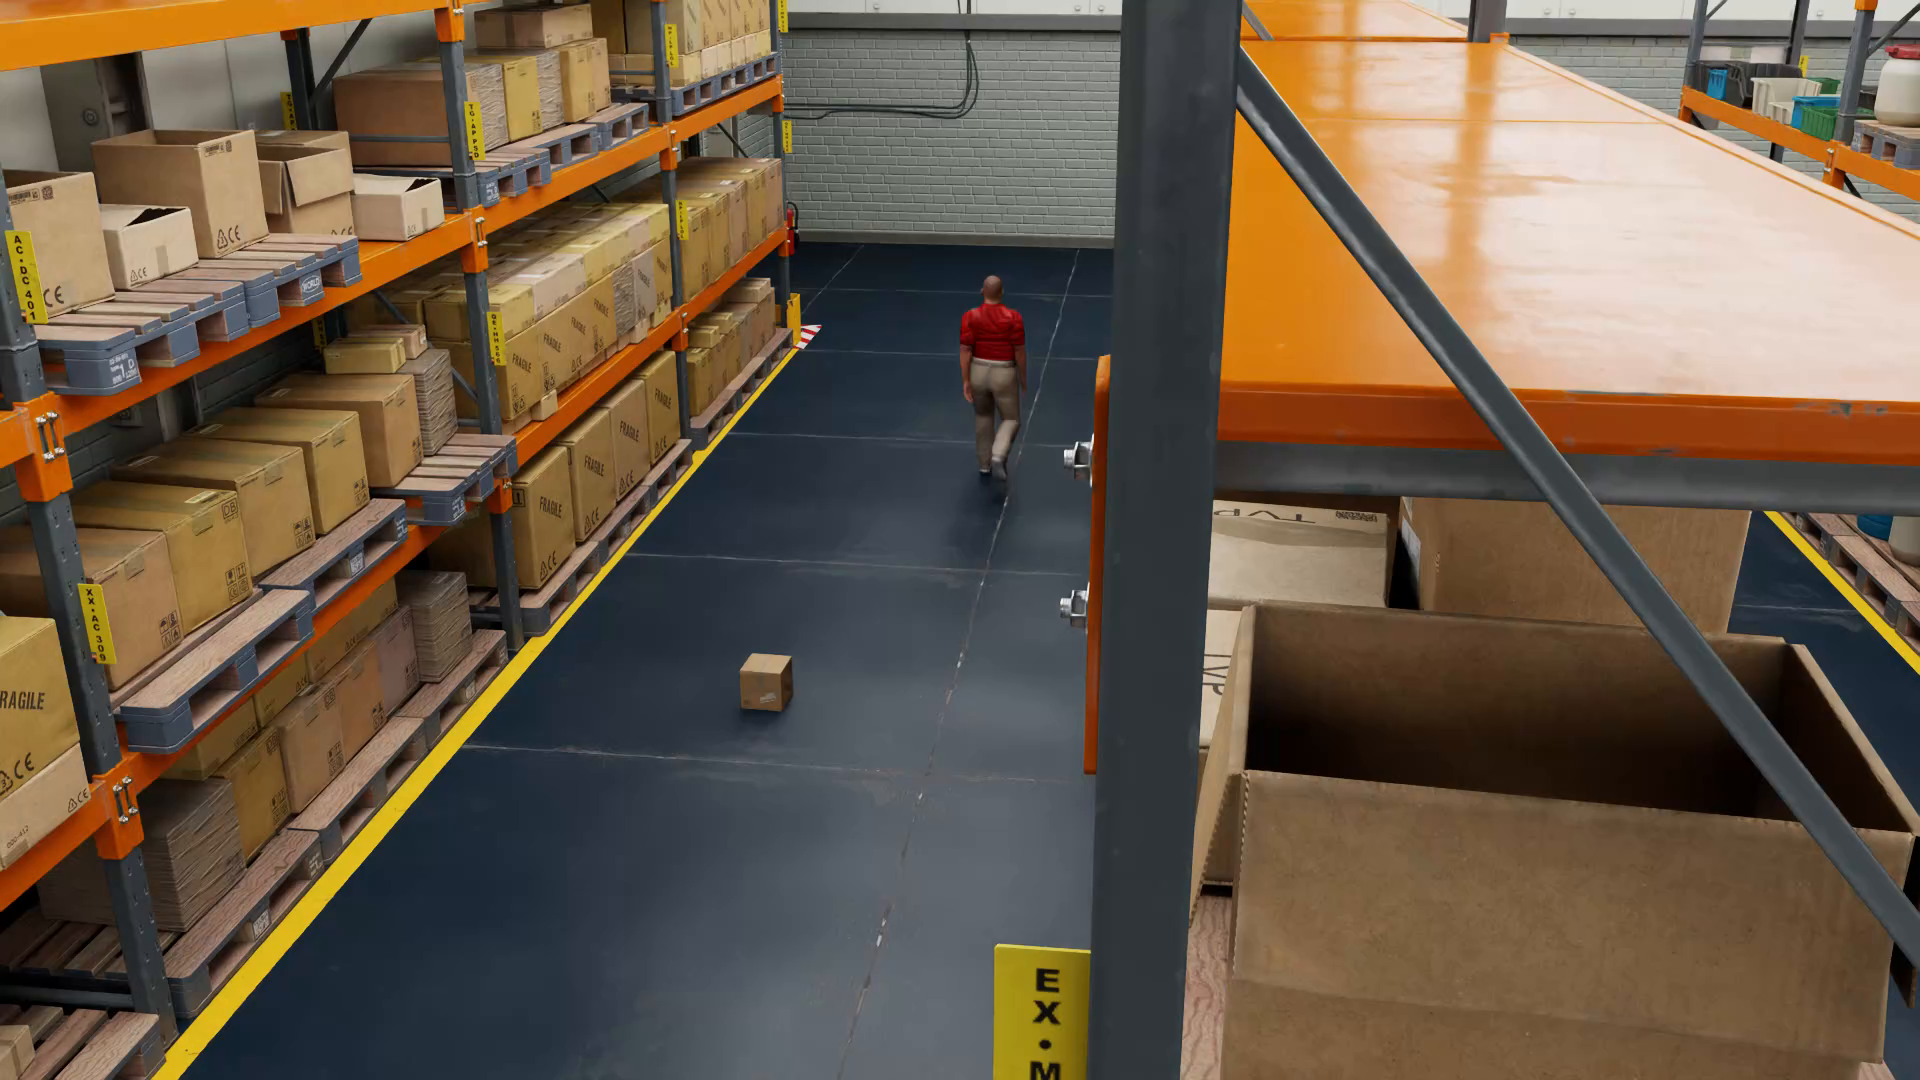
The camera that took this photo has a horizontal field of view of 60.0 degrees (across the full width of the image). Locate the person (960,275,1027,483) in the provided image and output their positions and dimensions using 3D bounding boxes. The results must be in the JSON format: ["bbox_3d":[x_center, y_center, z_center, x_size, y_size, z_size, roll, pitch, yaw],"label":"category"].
[{"bbox_3d":[0.269,-1.309,13.483,0.524,1.693,0.815,5,22,12],"label":"person"}]
